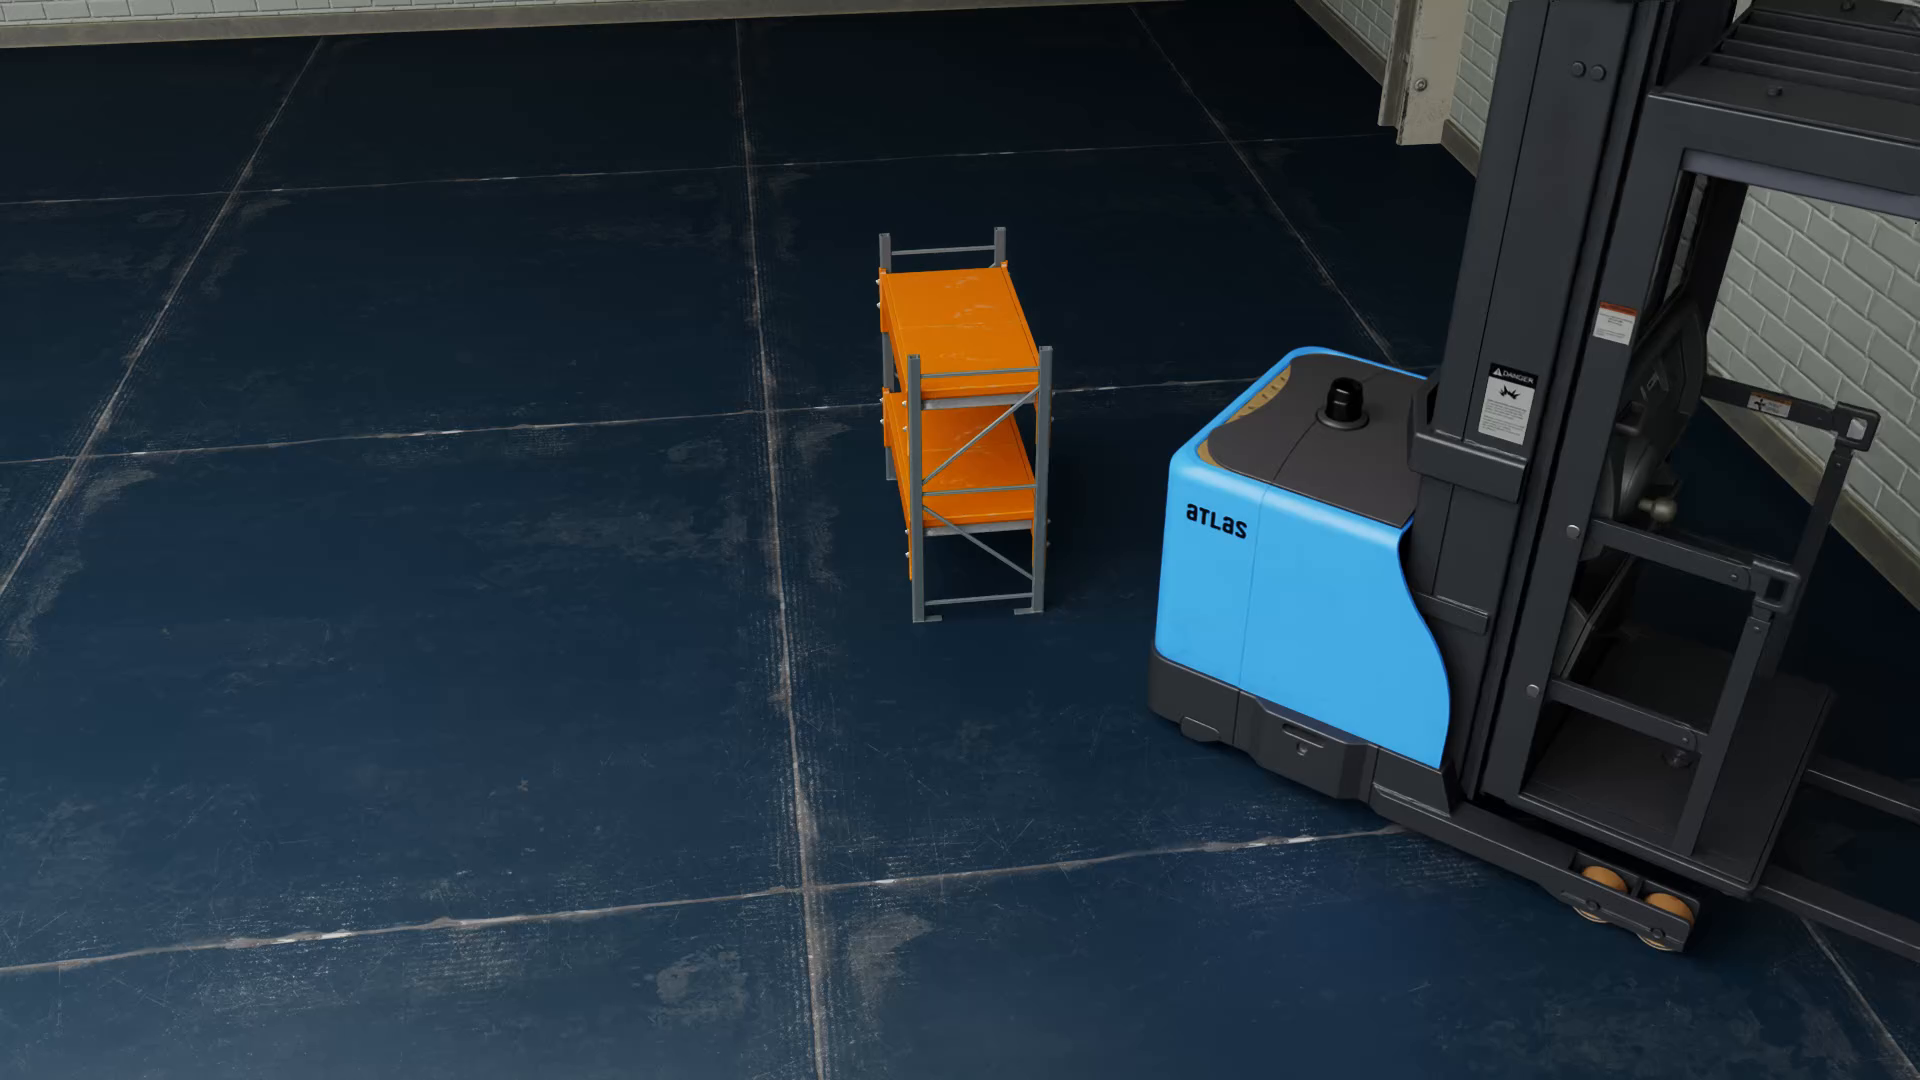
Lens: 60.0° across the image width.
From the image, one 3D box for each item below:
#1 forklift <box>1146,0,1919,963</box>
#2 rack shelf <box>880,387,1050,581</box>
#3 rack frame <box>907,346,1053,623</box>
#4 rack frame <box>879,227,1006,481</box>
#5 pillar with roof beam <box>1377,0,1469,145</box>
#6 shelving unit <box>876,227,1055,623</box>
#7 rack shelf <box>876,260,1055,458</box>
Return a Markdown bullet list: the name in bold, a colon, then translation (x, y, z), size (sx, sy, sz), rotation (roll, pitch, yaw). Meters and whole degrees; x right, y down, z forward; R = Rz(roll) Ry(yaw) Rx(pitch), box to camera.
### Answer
- **forklift**: translation (2.149, -0.332, 4.635), size (3.031, 2.935, 1.130), rotation (21, 40, 28)
- **rack shelf**: translation (0.001, -0.259, 6.565), size (0.538, 0.278, 1.000), rotation (-4, 35, -6)
- **rack frame**: translation (0.069, -0.177, 6.011), size (0.500, 1.125, 0.032), rotation (-4, 35, -6)
- **rack frame**: translation (-0.067, -0.745, 6.844), size (0.500, 1.125, 0.032), rotation (-4, 35, -6)
- **pillar with roof beam**: translation (-1.407, -5.973, 7.524), size (9.100, 9.000, 0.400), rotation (-4, 35, -6)
- **shelving unit**: translation (0.001, -0.461, 6.428), size (0.538, 1.125, 1.048), rotation (-4, 35, -6)
- **rack shelf**: translation (0.001, -0.703, 6.263), size (0.538, 0.278, 1.000), rotation (-4, 35, -6)
